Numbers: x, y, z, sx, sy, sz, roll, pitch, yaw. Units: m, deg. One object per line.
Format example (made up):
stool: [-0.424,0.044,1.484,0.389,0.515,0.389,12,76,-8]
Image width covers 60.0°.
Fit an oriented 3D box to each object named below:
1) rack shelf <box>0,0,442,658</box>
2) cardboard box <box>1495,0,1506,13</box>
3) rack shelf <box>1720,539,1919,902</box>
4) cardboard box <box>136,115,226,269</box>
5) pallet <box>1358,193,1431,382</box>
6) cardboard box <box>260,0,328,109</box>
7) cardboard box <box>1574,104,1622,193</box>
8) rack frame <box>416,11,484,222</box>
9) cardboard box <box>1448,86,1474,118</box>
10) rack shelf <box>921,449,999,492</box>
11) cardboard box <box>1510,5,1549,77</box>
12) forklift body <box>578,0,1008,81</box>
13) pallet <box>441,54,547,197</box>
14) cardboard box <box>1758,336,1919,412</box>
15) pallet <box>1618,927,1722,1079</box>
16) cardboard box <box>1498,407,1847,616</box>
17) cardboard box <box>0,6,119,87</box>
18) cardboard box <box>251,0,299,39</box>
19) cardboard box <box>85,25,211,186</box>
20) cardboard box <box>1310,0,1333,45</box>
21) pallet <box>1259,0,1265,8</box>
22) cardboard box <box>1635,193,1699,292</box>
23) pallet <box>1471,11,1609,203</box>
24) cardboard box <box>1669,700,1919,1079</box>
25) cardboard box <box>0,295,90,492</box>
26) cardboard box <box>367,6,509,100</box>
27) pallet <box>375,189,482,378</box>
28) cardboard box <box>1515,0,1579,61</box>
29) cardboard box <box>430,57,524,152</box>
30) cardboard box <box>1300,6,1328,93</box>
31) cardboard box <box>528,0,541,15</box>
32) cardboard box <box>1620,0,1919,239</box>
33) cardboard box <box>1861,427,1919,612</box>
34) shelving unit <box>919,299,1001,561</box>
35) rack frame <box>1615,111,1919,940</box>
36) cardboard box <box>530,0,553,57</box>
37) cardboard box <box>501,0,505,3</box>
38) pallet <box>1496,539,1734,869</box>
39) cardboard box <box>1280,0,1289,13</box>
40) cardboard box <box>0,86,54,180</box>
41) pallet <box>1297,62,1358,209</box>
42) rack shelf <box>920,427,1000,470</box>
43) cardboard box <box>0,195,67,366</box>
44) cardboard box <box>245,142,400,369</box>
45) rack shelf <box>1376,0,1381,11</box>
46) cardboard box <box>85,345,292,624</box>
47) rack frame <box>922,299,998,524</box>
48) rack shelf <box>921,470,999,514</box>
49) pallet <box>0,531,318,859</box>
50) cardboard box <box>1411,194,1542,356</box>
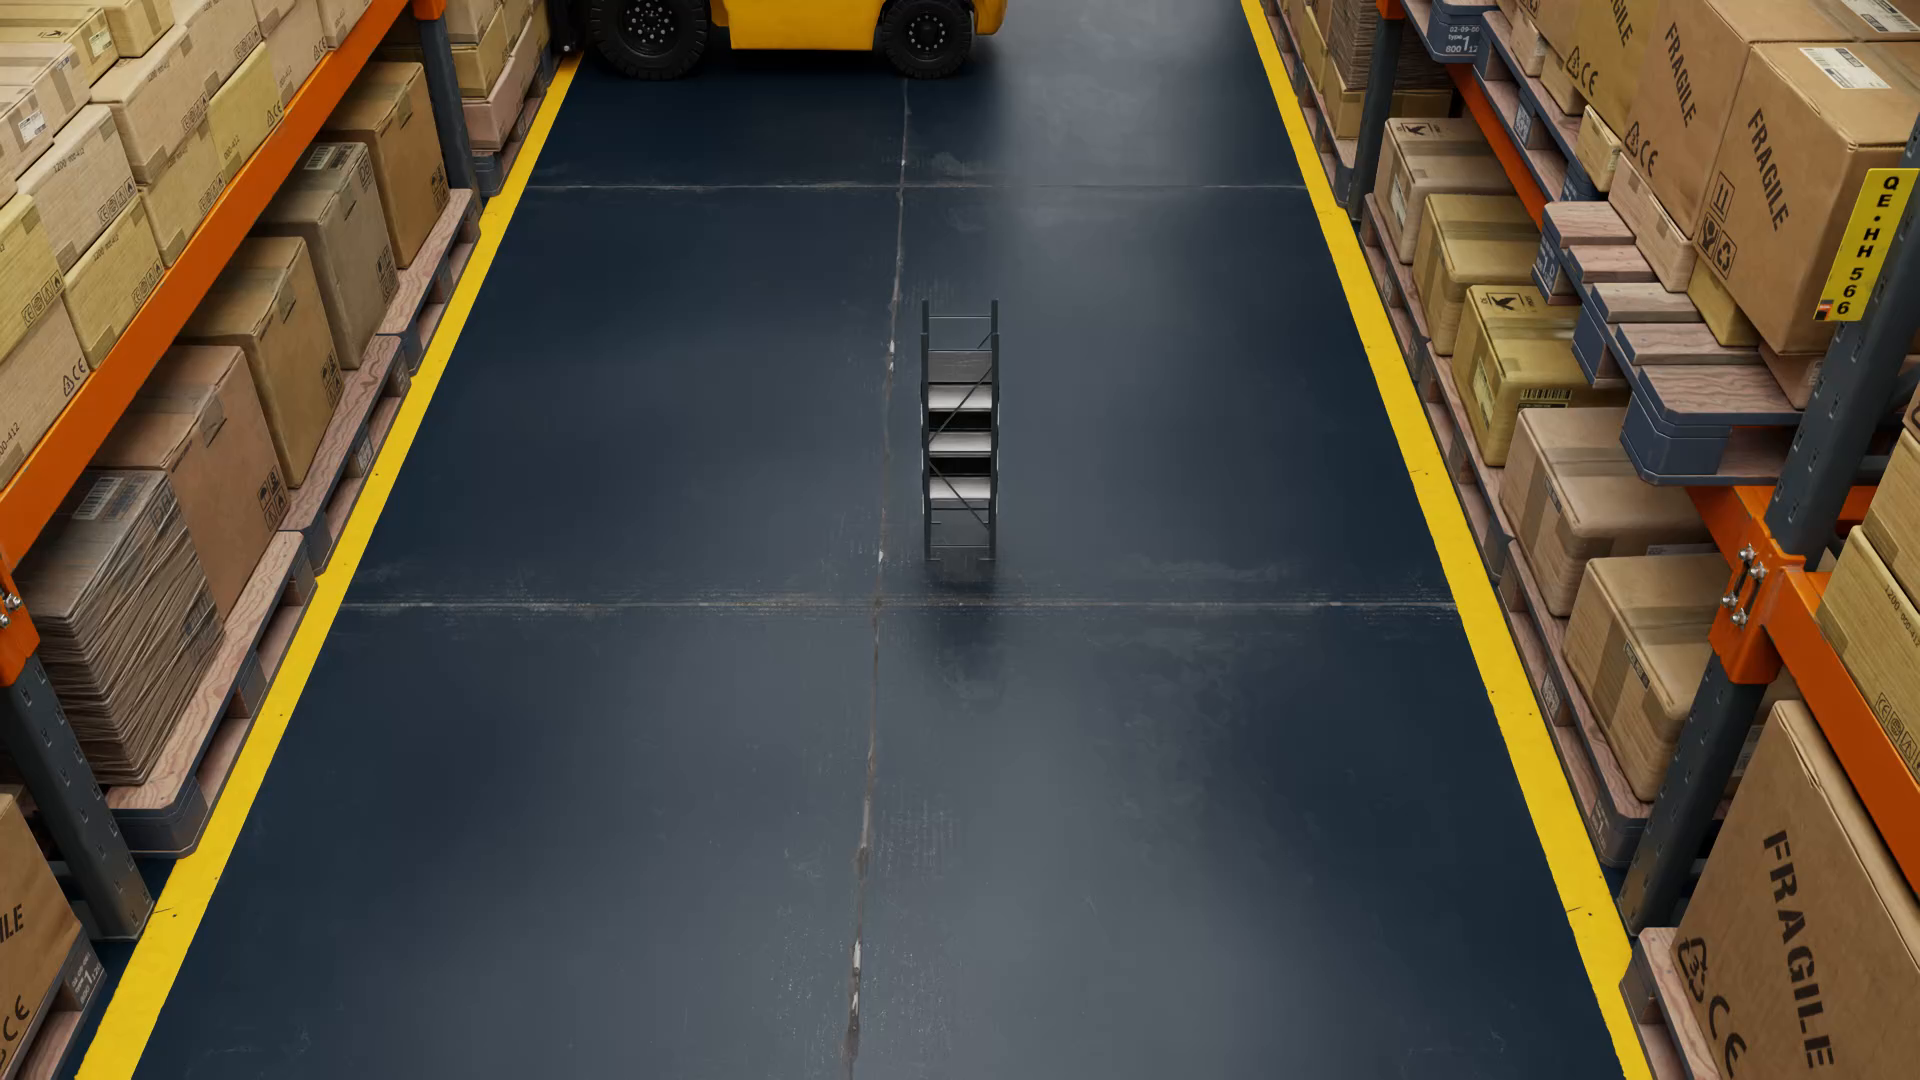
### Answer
rack shelf: [-2.685,-1.111,5.313,1.077,0.370,4.000,0,39,0]
cardboard box: [1.988,-1.874,5.555,0.380,0.149,0.250,1,39,1]
rack shelf: [2.283,1.384,2.199,1.077,0.370,4.000,0,39,0]
cardboard box: [-2.442,-0.997,4.715,0.500,0.250,0.500,-1,39,-2]
pallet: [2.279,-1.073,6.921,1.003,0.211,1.213,0,39,0]
cardboard box: [-2.449,-1.644,5.523,0.500,0.250,0.500,0,39,0]
cardboard box: [1.921,-1.072,4.555,0.380,0.149,0.250,1,39,1]
rack frame: [-2.687,-2.643,6.649,1.000,3.000,0.127,0,39,0]
cardboard box: [2.546,-2.108,7.845,0.500,0.250,0.500,-2,39,-2]
rack shelf: [0.000,-0.250,5.539,0.258,0.077,0.200,0,39,0]
cardboard box: [1.935,-1.553,5.155,0.380,0.149,0.250,1,39,2]
forklift body: [-0.865,-3.628,8.558,2.313,2.155,1.214,0,39,0]
pallet: [-2.646,-2.052,8.141,1.003,0.211,1.213,0,39,0]
cardboard box: [2.045,-0.418,3.738,0.380,0.149,0.250,1,39,2]
pallet: [2.207,1.434,3.792,1.003,0.211,1.213,0,39,0]
cardboard box: [2.282,-0.100,5.242,0.950,0.372,0.625,-1,39,-1]
cardboard box: [-2.459,-1.281,4.351,0.380,0.149,0.250,0,39,0]
cardboard box: [-2.428,-1.831,5.356,0.500,0.250,0.500,1,39,1]
cardboard box: [-2.421,-1.196,4.564,0.500,0.250,0.500,-1,39,-1]
cardboard box: [2.005,-2.720,8.009,0.500,0.500,0.500,1,39,1]
pallet: [2.238,-3.506,9.956,1.003,0.211,1.213,0,39,0]
cardboard box: [1.928,-0.743,4.143,0.380,0.149,0.250,0,39,0]
pallet: [2.238,-1.310,5.139,1.003,0.211,1.213,0,39,0]
cardboard box: [2.199,0.950,3.529,0.875,0.875,0.875,0,39,0]
cardboard box: [-2.439,-0.360,3.921,0.500,0.250,0.500,0,39,0]
cardboard box: [-2.379,-2.231,7.599,0.500,0.250,0.500,0,39,0]
pallet: [-2.647,-1.094,6.946,1.003,0.211,1.213,0,39,0]
cardboard box: [1.990,-1.730,4.857,0.500,0.500,0.500,-2,39,-2]
cardboard box: [-2.357,-2.036,7.755,0.500,0.250,0.500,0,39,0]
cardboard box: [1.996,-2.442,8.261,0.500,0.250,0.500,-1,39,-1]
cardboard box: [-2.371,-2.861,8.384,0.500,0.250,0.500,0,39,0]
cardboard box: [1.991,-1.073,4.037,0.500,0.500,0.500,-1,39,-1]
cardboard box: [2.035,0.033,3.030,0.500,0.250,0.500,0,39,0]
shelving unit: [0.000,-0.346,5.462,0.258,0.900,0.210,0,39,0]
rack frame: [2.281,-0.147,3.535,1.000,3.000,0.127,0,39,0]
cardboard box: [-2.389,-2.675,8.552,0.500,0.250,0.500,1,39,1]
cardboard box: [-2.364,-2.746,7.841,0.500,0.250,0.500,0,39,0]
pallet: [2.282,0.452,5.017,1.003,0.211,1.213,0,39,0]
cardboard box: [2.003,-3.076,9.052,0.500,0.250,0.500,2,39,3]
cardboard box: [-2.416,-0.960,3.951,0.380,0.149,0.250,1,39,1]
pallet: [2.240,-1.980,8.052,1.003,0.211,1.213,0,39,0]
rack shelf: [0.000,-0.320,5.483,0.258,0.077,0.200,0,39,0]
cardboard box: [-2.414,-0.555,3.765,0.500,0.250,0.500,0,39,0]
cardboard box: [-2.682,-1.068,6.247,0.875,0.625,0.625,0,39,0]
rack shelf: [2.274,-3.618,8.442,1.077,0.370,4.000,0,39,0]
cardboard box: [-2.678,-0.177,5.135,0.875,0.625,0.625,1,39,1]
rack frame: [0.000,-0.410,5.542,0.240,0.900,0.006,0,39,0]
rack shelf: [0.000,-0.180,5.596,0.258,0.077,0.200,0,39,0]
pallet: [-2.644,0.432,5.042,1.003,0.211,1.213,0,39,0]
cardboard box: [2.284,-1.009,6.376,0.950,0.372,0.625,2,39,3]
